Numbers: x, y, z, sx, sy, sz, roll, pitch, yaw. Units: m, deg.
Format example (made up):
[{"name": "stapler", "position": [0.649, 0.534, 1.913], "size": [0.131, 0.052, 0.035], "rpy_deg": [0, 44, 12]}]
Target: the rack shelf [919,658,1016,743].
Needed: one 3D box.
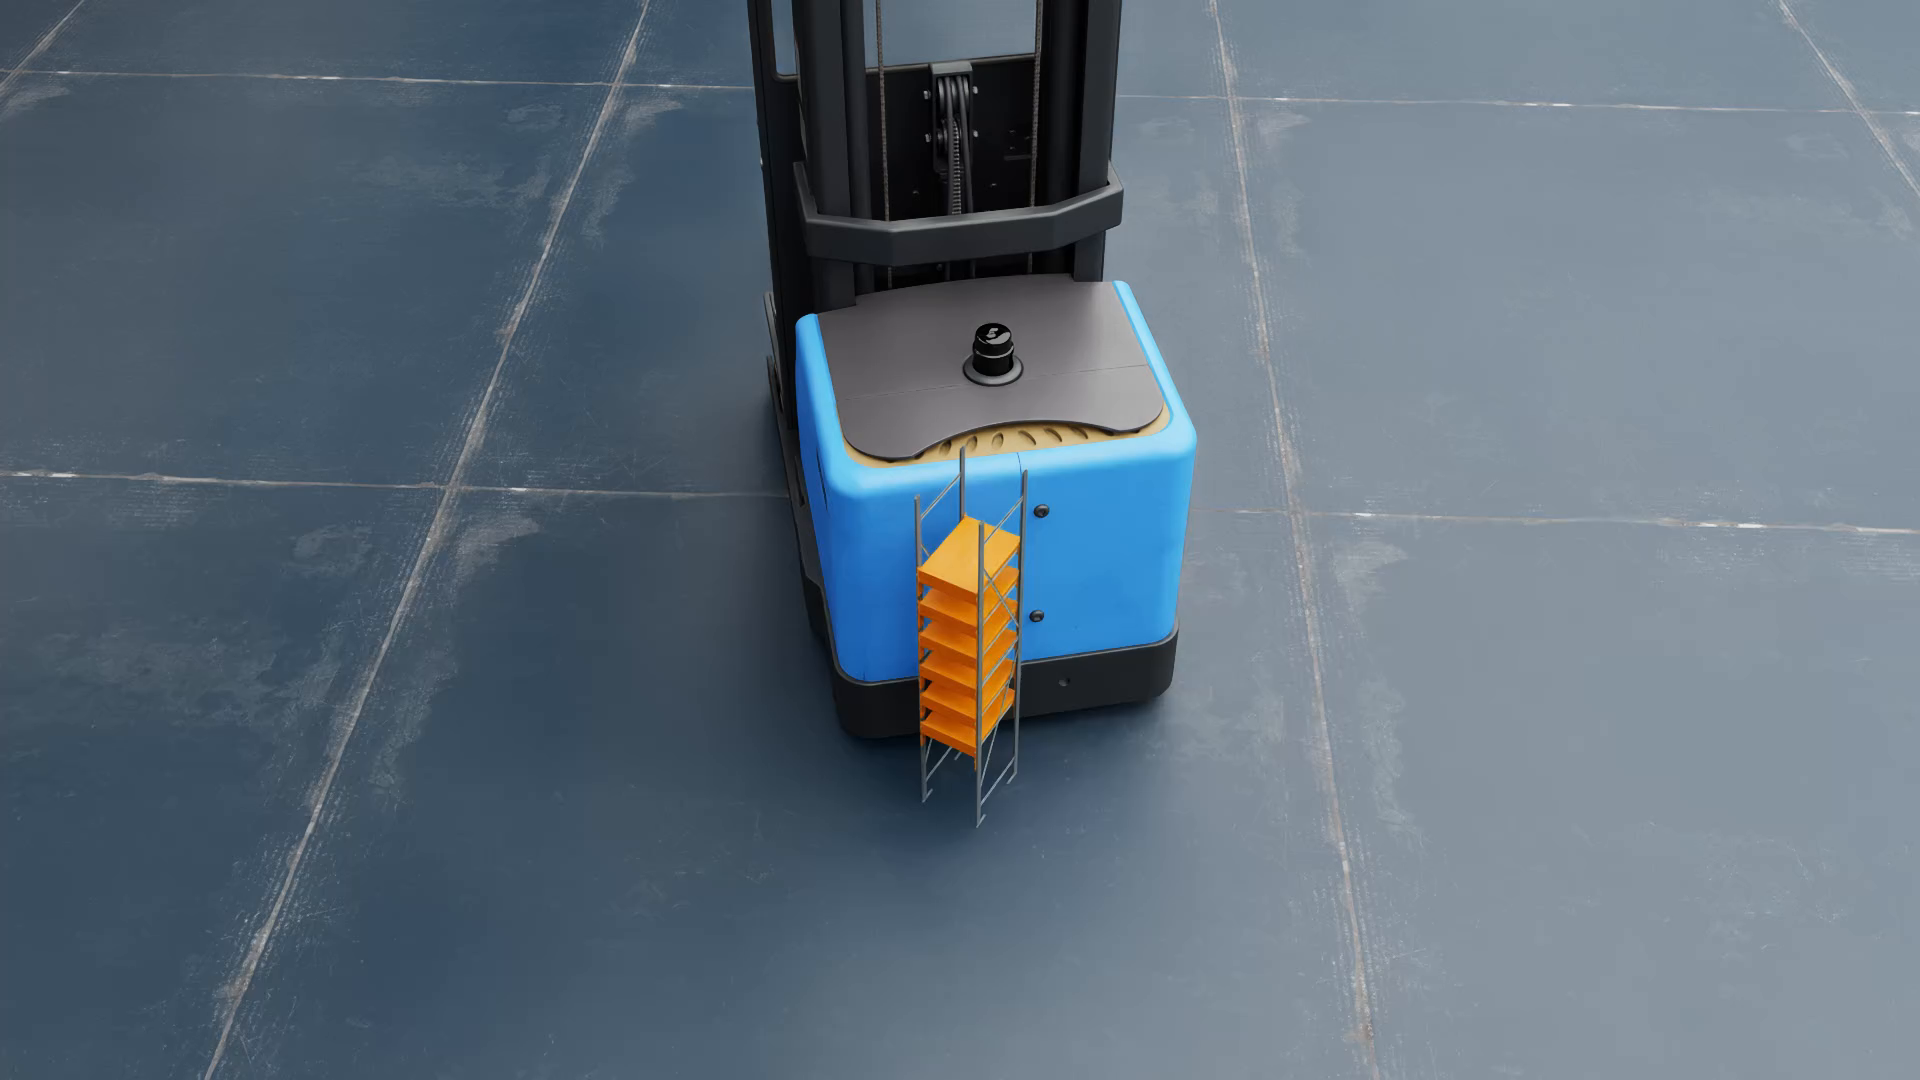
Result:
[{"name": "rack shelf", "position": [0.029, 0.419, 4.661], "size": [0.180, 0.103, 0.258], "rpy_deg": [22, 47, 22]}]

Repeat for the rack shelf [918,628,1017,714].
[{"name": "rack shelf", "position": [0.029, 0.331, 4.579], "size": [0.180, 0.103, 0.258], "rpy_deg": [22, 47, 22]}]

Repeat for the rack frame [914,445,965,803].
[{"name": "rack frame", "position": [-0.050, 0.267, 4.583], "size": [0.006, 1.200, 0.240], "rpy_deg": [22, 47, 22]}]

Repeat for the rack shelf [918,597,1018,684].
[{"name": "rack shelf", "position": [0.029, 0.244, 4.497], "size": [0.180, 0.103, 0.258], "rpy_deg": [22, 47, 22]}]

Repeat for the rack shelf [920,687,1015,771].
[{"name": "rack shelf", "position": [0.029, 0.507, 4.743], "size": [0.180, 0.103, 0.258], "rpy_deg": [22, 47, 22]}]

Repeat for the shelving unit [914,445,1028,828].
[{"name": "shelving unit", "position": [0.029, 0.299, 4.549], "size": [0.189, 1.200, 0.258], "rpy_deg": [22, 47, 22]}]

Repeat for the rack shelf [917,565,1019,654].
[{"name": "rack shelf", "position": [0.029, 0.156, 4.416], "size": [0.180, 0.103, 0.258], "rpy_deg": [22, 47, 22]}]

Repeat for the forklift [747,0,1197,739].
[{"name": "forklift", "position": [-0.115, -1.490, 5.199], "size": [1.130, 2.935, 3.031], "rpy_deg": [-7, 43, -8]}]

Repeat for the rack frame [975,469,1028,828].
[{"name": "rack frame", "position": [0.108, 0.331, 4.515], "size": [0.006, 1.200, 0.240], "rpy_deg": [22, 47, 22]}]

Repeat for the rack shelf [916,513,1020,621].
[{"name": "rack shelf", "position": [0.029, 0.068, 4.334], "size": [0.180, 0.103, 0.258], "rpy_deg": [22, 47, 22]}]
